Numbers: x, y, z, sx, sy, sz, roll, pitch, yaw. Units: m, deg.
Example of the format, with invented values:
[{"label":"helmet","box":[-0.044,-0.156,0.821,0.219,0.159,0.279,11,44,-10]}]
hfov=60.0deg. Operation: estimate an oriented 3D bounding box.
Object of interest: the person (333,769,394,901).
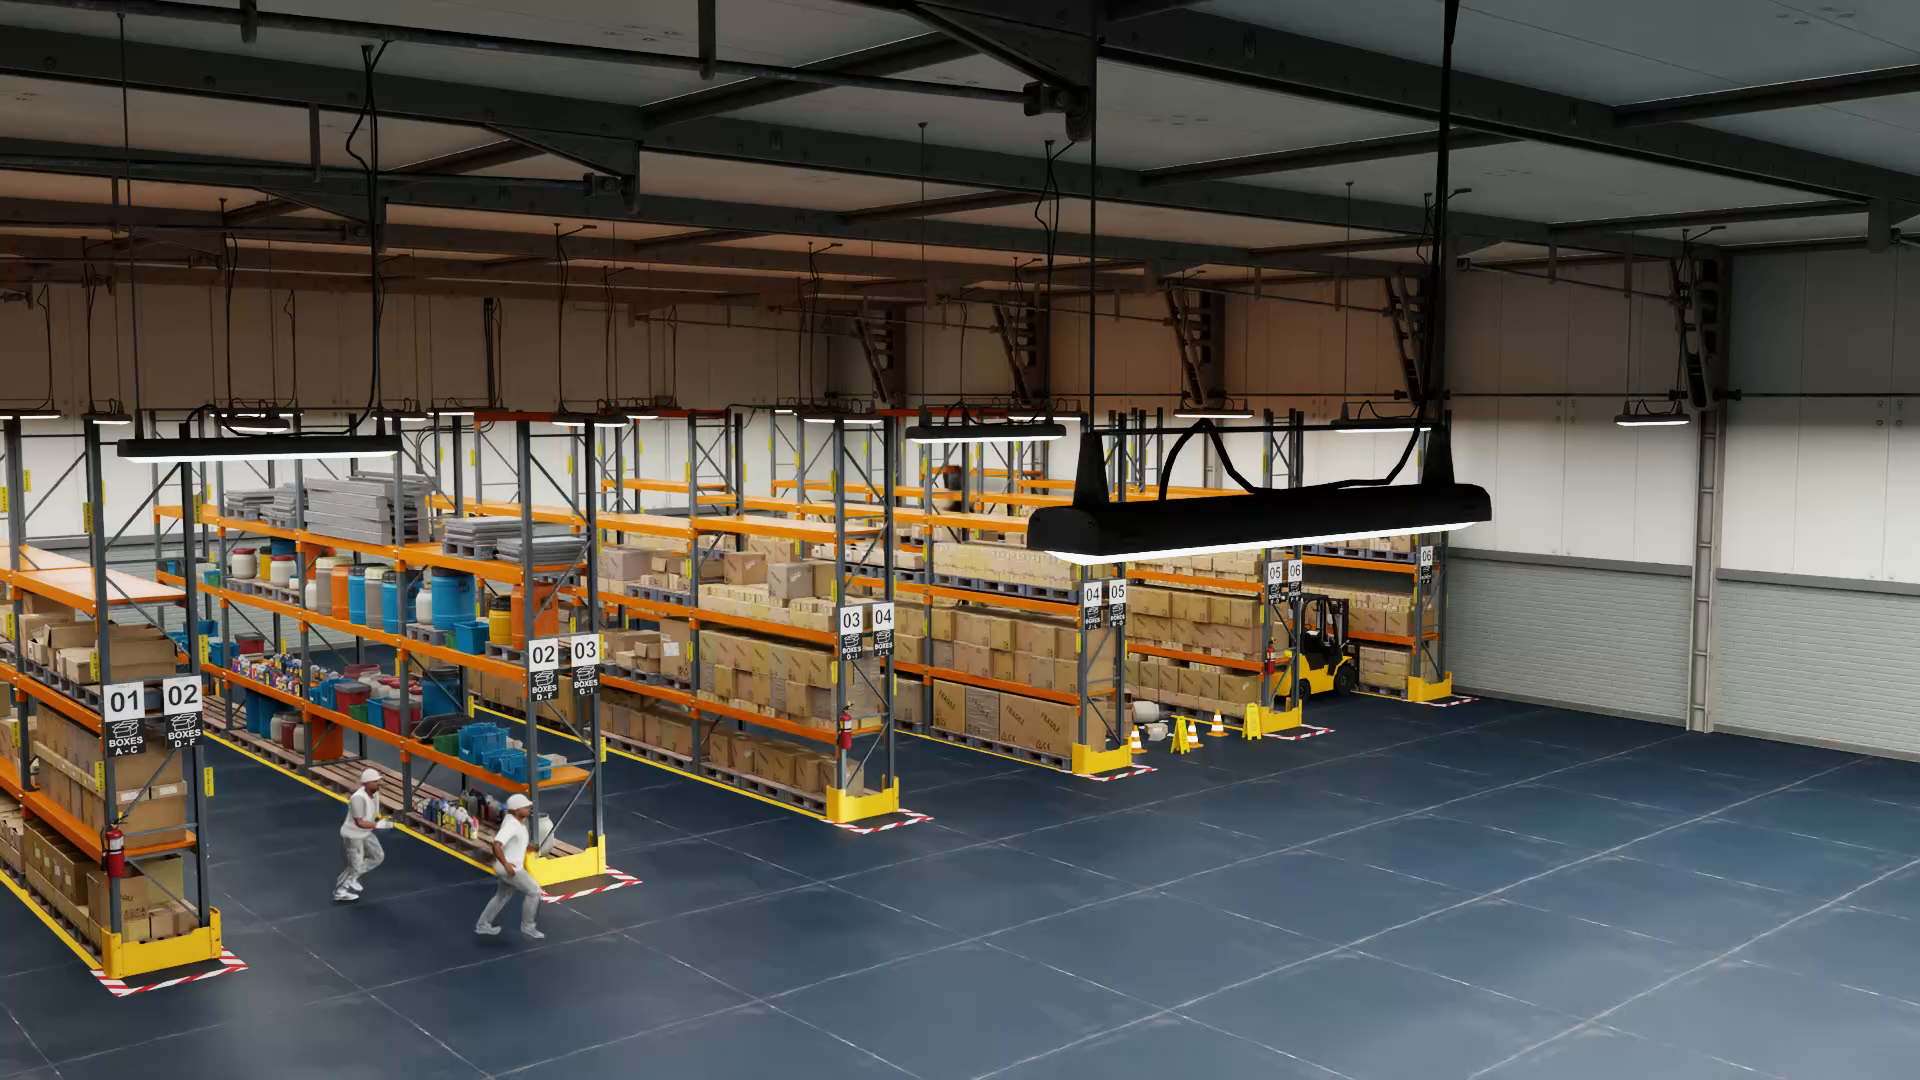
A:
[{"label":"person","box":[-7.435,3.671,20.785,0.824,1.669,0.717,0,5,3]}]

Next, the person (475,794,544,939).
[{"label":"person","box":[-5.184,3.789,19.097,0.773,1.759,0.751,-1,5,-16]}]

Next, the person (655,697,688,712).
[{"label":"person","box":[-5.630,2.588,32.440,1.056,1.718,0.631,4,6,38]}]
